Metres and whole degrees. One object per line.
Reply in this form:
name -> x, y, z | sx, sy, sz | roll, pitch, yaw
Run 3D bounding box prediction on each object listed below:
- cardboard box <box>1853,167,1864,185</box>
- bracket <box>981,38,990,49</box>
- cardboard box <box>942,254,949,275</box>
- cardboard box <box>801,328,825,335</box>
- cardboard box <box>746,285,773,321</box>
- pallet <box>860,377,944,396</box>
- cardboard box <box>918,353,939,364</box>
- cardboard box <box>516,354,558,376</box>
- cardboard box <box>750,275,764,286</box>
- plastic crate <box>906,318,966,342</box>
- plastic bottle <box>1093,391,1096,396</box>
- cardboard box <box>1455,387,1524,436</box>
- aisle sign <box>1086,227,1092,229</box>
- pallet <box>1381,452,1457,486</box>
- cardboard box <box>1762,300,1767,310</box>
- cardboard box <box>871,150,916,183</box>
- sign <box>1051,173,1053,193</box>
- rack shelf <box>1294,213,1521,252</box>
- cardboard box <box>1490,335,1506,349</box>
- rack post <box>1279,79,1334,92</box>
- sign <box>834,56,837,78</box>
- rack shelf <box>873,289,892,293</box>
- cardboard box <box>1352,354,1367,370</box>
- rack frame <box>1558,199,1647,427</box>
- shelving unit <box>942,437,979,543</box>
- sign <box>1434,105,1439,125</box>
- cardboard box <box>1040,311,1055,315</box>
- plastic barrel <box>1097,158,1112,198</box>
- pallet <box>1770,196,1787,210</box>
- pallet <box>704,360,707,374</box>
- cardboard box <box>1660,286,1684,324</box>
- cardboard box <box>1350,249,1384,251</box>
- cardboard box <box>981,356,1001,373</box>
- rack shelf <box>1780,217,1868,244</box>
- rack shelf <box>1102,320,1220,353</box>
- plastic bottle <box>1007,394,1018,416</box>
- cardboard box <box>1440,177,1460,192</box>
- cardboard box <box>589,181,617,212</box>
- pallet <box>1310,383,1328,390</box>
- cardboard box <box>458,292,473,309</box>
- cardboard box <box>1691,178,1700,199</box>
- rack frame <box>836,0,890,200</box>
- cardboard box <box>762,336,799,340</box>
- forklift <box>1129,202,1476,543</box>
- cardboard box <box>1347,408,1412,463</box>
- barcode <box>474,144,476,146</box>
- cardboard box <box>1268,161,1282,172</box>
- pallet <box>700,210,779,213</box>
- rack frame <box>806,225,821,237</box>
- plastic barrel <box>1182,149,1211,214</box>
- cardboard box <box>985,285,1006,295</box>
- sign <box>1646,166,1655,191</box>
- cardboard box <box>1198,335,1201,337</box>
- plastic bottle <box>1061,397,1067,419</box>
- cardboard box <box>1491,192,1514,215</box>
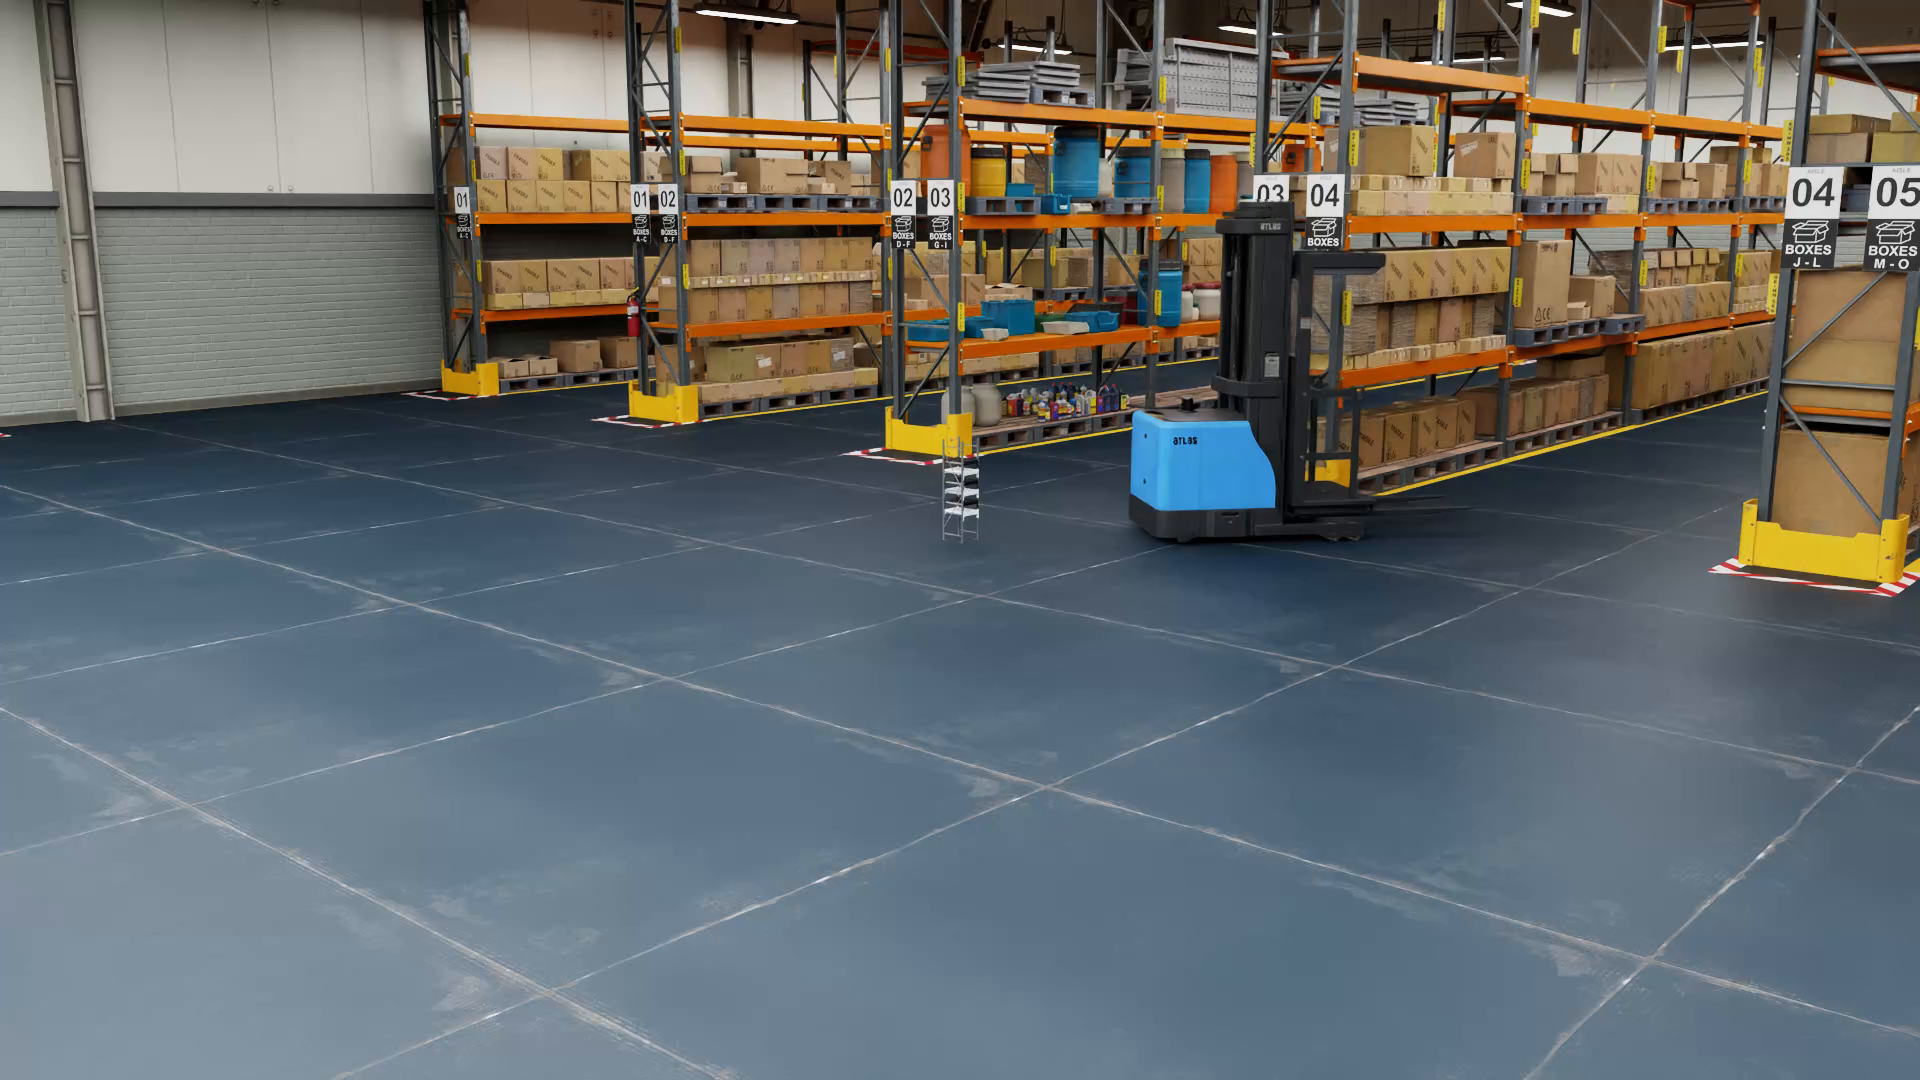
cardboard box -> 7.114, -2.964, 13.547 | 0.380, 0.149, 0.250 | 10, 15, 41
bracket -> 0.435, -10.511, 35.173 | 0.235, 0.232, 0.430 | 10, 15, 40
cardboard box -> -0.362, -5.602, 34.036 | 0.500, 0.500, 0.500 | 10, 15, 41
cardboard box -> -2.994, -3.863, 31.653 | 0.700, 0.500, 0.500 | 10, 15, 41
cardboard box -> -3.123, -3.435, 23.996 | 0.700, 0.500, 0.500 | 10, 15, 41
pallet -> -1.018, -2.503, 26.706 | 1.003, 0.211, 1.213 | 10, 15, 40
cardboard box -> -0.681, -2.992, 26.547 | 0.500, 0.311, 0.500 | 10, 15, 40
cardboard box -> -6.938, -2.880, 27.214 | 0.500, 0.311, 0.500 | -11, 15, -43
cardboard box -> -3.014, -3.718, 23.756 | 0.380, 0.149, 0.250 | 9, 14, 38
plastic crate -> -0.291, -2.567, 20.286 | 0.499, 0.251, 0.616 | 10, 15, 40
plastic bottle -> 1.780, -1.852, 22.155 | 0.152, 0.276, 0.135 | 10, 15, 40
cardboard box -> 6.385, -1.554, 20.090 | 0.700, 0.500, 0.500 | 8, 14, 36
aisle sign -> 2.996, -7.409, 37.513 | 0.394, 0.787, 0.004 | 10, 15, 40
pallet -> 4.742, -0.825, 18.302 | 1.003, 0.211, 1.213 | 10, 15, 40
cardboard box -> 12.545, -3.721, 26.325 | 0.380, 0.149, 0.250 | 10, 15, 41
cardboard box -> -1.038, -5.814, 25.900 | 0.500, 0.500, 0.500 | 10, 15, 41
sign -> 1.577, -6.036, 28.094 | 0.100, 0.325, 0.005 | 10, 15, 40
rack shelf -> 4.644, -3.300, 17.753 | 1.077, 0.370, 4.000 | 10, 15, 40
cardboard box -> 6.043, -2.283, 19.126 | 0.380, 0.149, 0.250 | 10, 15, 40
rack post -> 5.324, -7.027, 25.602 | 0.624, 0.289, 0.986 | 10, 15, 40
sign -> -1.890, -7.265, 25.521 | 0.100, 0.325, 0.005 | 10, 15, 40
rack shelf -> -1.238, -4.927, 33.559 | 1.077, 0.370, 4.000 | 10, 15, 40
cardboard box -> 3.870, -1.810, 16.755 | 0.380, 0.149, 0.250 | 10, 15, 40
rack frame -> 8.604, -3.065, 22.396 | 1.000, 3.000, 0.127 | 10, 15, 40
shelving unit -> 0.005, -0.442, 14.629 | 0.258, 0.900, 0.210 | 10, 15, 40
sign -> 7.936, -7.061, 27.624 | 0.100, 0.325, 0.005 | 10, 15, 40
cardboard box -> 1.674, -4.879, 36.792 | 0.700, 0.500, 0.500 | 9, 14, 39
plastic barrel -> 1.812, -4.810, 22.120 | 0.421, 0.512, 0.421 | 0, 11, 0
pallet -> 12.598, -5.378, 26.548 | 1.003, 0.211, 1.213 | 10, 15, 40
pallet -> -4.686, -3.145, 29.917 | 1.003, 0.211, 1.213 | 10, 15, 40
cardboard box -> 9.804, -3.302, 23.329 | 0.500, 0.500, 0.500 | 9, 15, 39
cardboard box -> 4.159, -2.833, 17.670 | 0.500, 0.500, 0.500 | 10, 15, 40
cardboard box -> 0.330, -2.945, 27.744 | 0.500, 0.250, 0.500 | 10, 15, 42
rack shelf -> 8.303, -2.644, 14.468 | 1.077, 0.370, 4.000 | 10, 15, 40
rack shelf -> 3.564, -3.058, 24.200 | 1.077, 0.370, 4.000 | 10, 15, 40
plastic bottle -> 0.673, -1.768, 21.738 | 0.152, 0.276, 0.135 | 10, 15, 41
cardboard box -> 5.100, -3.789, 17.731 | 0.380, 0.149, 0.250 | 11, 16, 43
cardboard box -> -6.027, -5.662, 27.434 | 0.500, 0.500, 0.500 | 9, 14, 38
pallet -> 5.373, -2.459, 26.483 | 1.003, 0.211, 1.213 | 10, 15, 40
cardboard box -> -7.676, -3.839, 26.605 | 0.500, 0.250, 0.500 | 10, 15, 41
cardboard box -> 10.453, -5.136, 24.267 | 0.500, 0.311, 0.500 | 9, 14, 38
rack frame -> -1.475, -6.699, 25.278 | 1.000, 3.000, 0.127 | 10, 15, 40
cardboard box -> -2.676, -2.808, 25.144 | 0.500, 0.500, 0.500 | 10, 15, 40
forklift -> 3.121, -1.529, 14.882 | 3.031, 2.935, 1.130 | -2, 11, -9
cardboard box -> 4.545, -1.139, 18.068 | 0.500, 0.500, 0.500 | -10, 15, -42
barcode -> -7.746, -6.282, 26.509 | 0.001, 0.075, 0.075 | 10, 15, 40
cardboard box -> 6.119, -7.456, 33.914 | 0.700, 0.500, 0.500 | 10, 15, 40
pallet -> -4.029, -6.006, 29.945 | 1.213, 0.211, 1.003 | 10, 15, 40
rack frame -> -2.558, -4.986, 32.016 | 1.000, 3.000, 0.127 | 10, 15, 40
plastic barrel -> 3.279, -5.129, 23.792 | 0.600, 0.901, 0.708 | 10, 15, 40
cardboard box -> 0.430, -4.196, 28.287 | 0.500, 0.311, 0.500 | 10, 15, 40
sign -> 9.011, -4.719, 21.699 | 0.100, 0.325, 0.005 | 10, 15, 40
cardboard box -> 4.464, -4.062, 33.134 | 0.500, 0.311, 0.500 | 10, 15, 40
plastic bottle -> 1.326, -1.697, 21.394 | 0.097, 0.271, 0.097 | 0, 11, 0
cardboard box -> 5.859, -3.773, 18.666 | 0.500, 0.250, 0.500 | 11, 15, 42
